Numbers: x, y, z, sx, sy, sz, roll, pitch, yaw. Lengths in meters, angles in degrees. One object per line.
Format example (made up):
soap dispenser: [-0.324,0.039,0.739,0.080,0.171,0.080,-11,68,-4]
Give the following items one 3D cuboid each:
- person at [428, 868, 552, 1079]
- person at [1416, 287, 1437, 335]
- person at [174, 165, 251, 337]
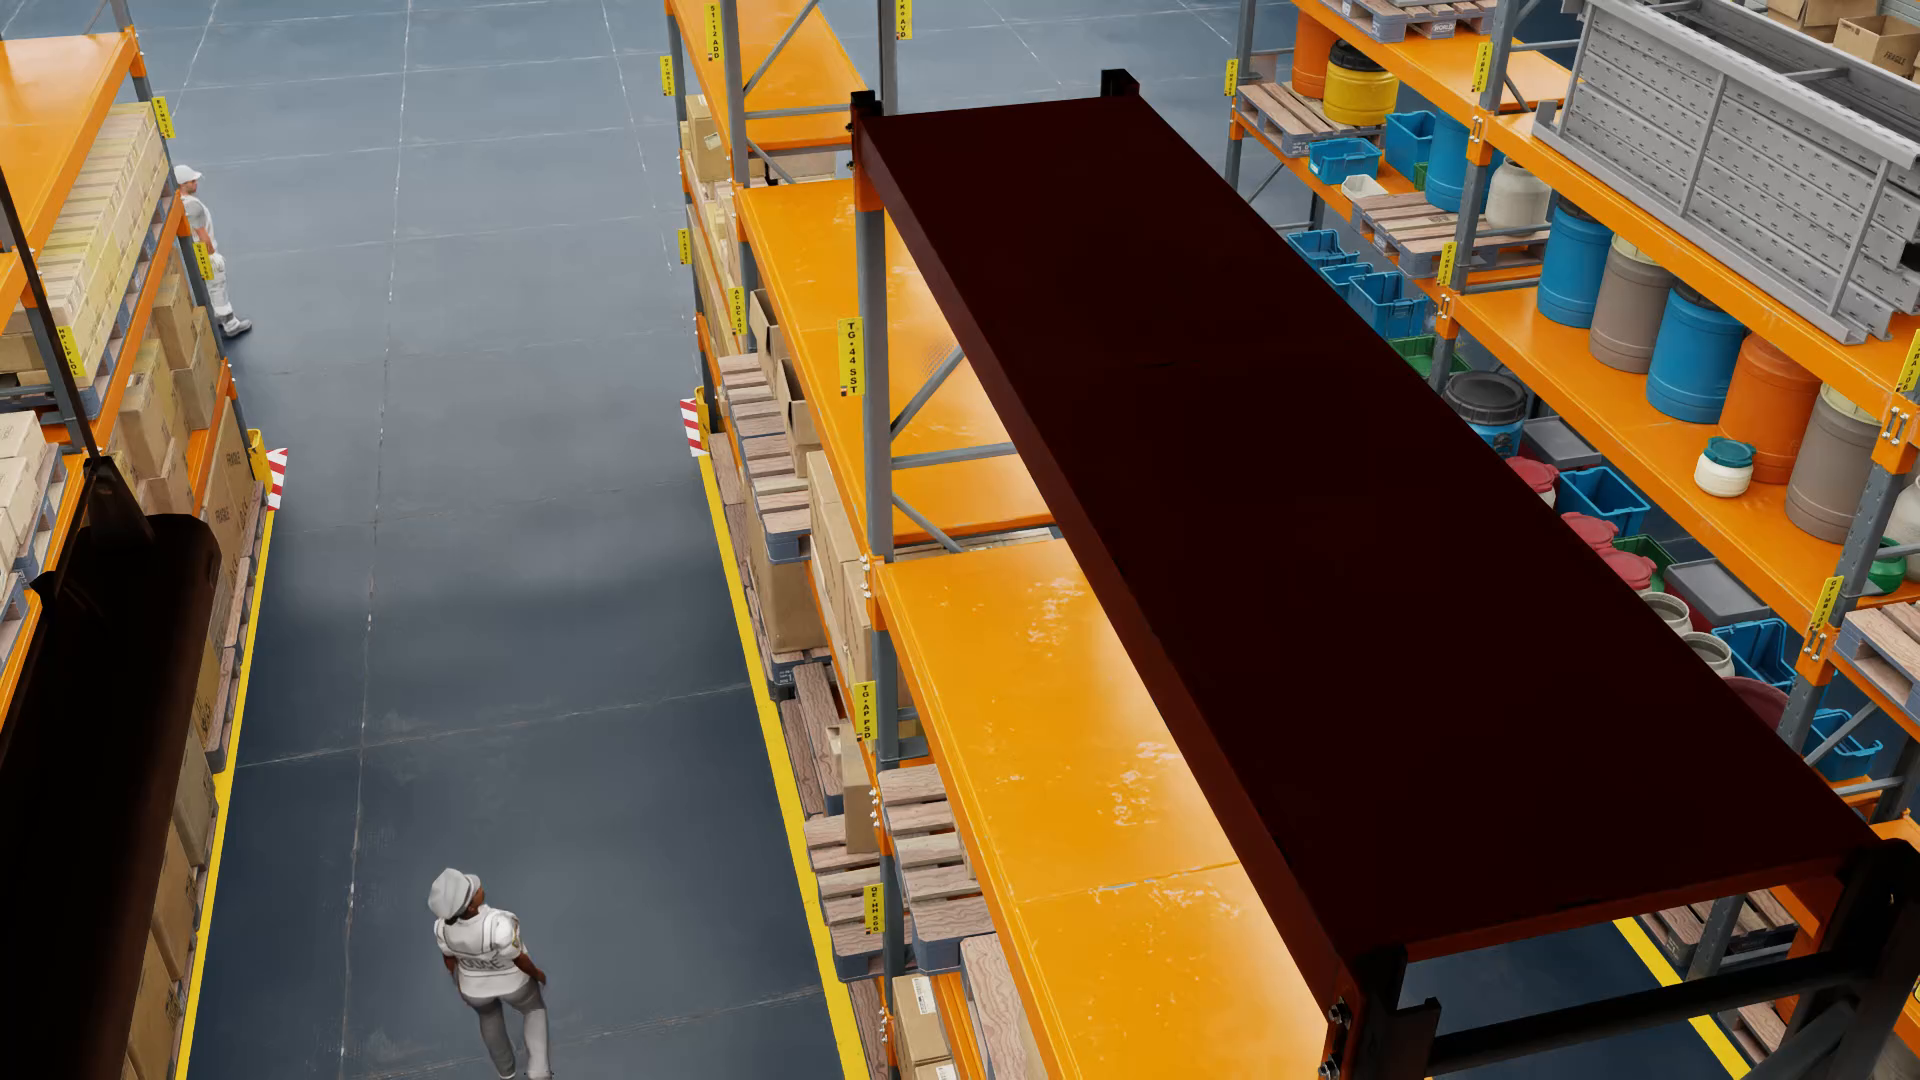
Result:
person: [-2.447,2.347,8.786,0.494,1.660,0.665,-10,36,-14]
person: [4.634,-2.560,16.333,0.403,1.829,0.651,4,35,6]
person: [-7.613,-2.927,16.767,0.613,1.791,0.430,26,42,32]
